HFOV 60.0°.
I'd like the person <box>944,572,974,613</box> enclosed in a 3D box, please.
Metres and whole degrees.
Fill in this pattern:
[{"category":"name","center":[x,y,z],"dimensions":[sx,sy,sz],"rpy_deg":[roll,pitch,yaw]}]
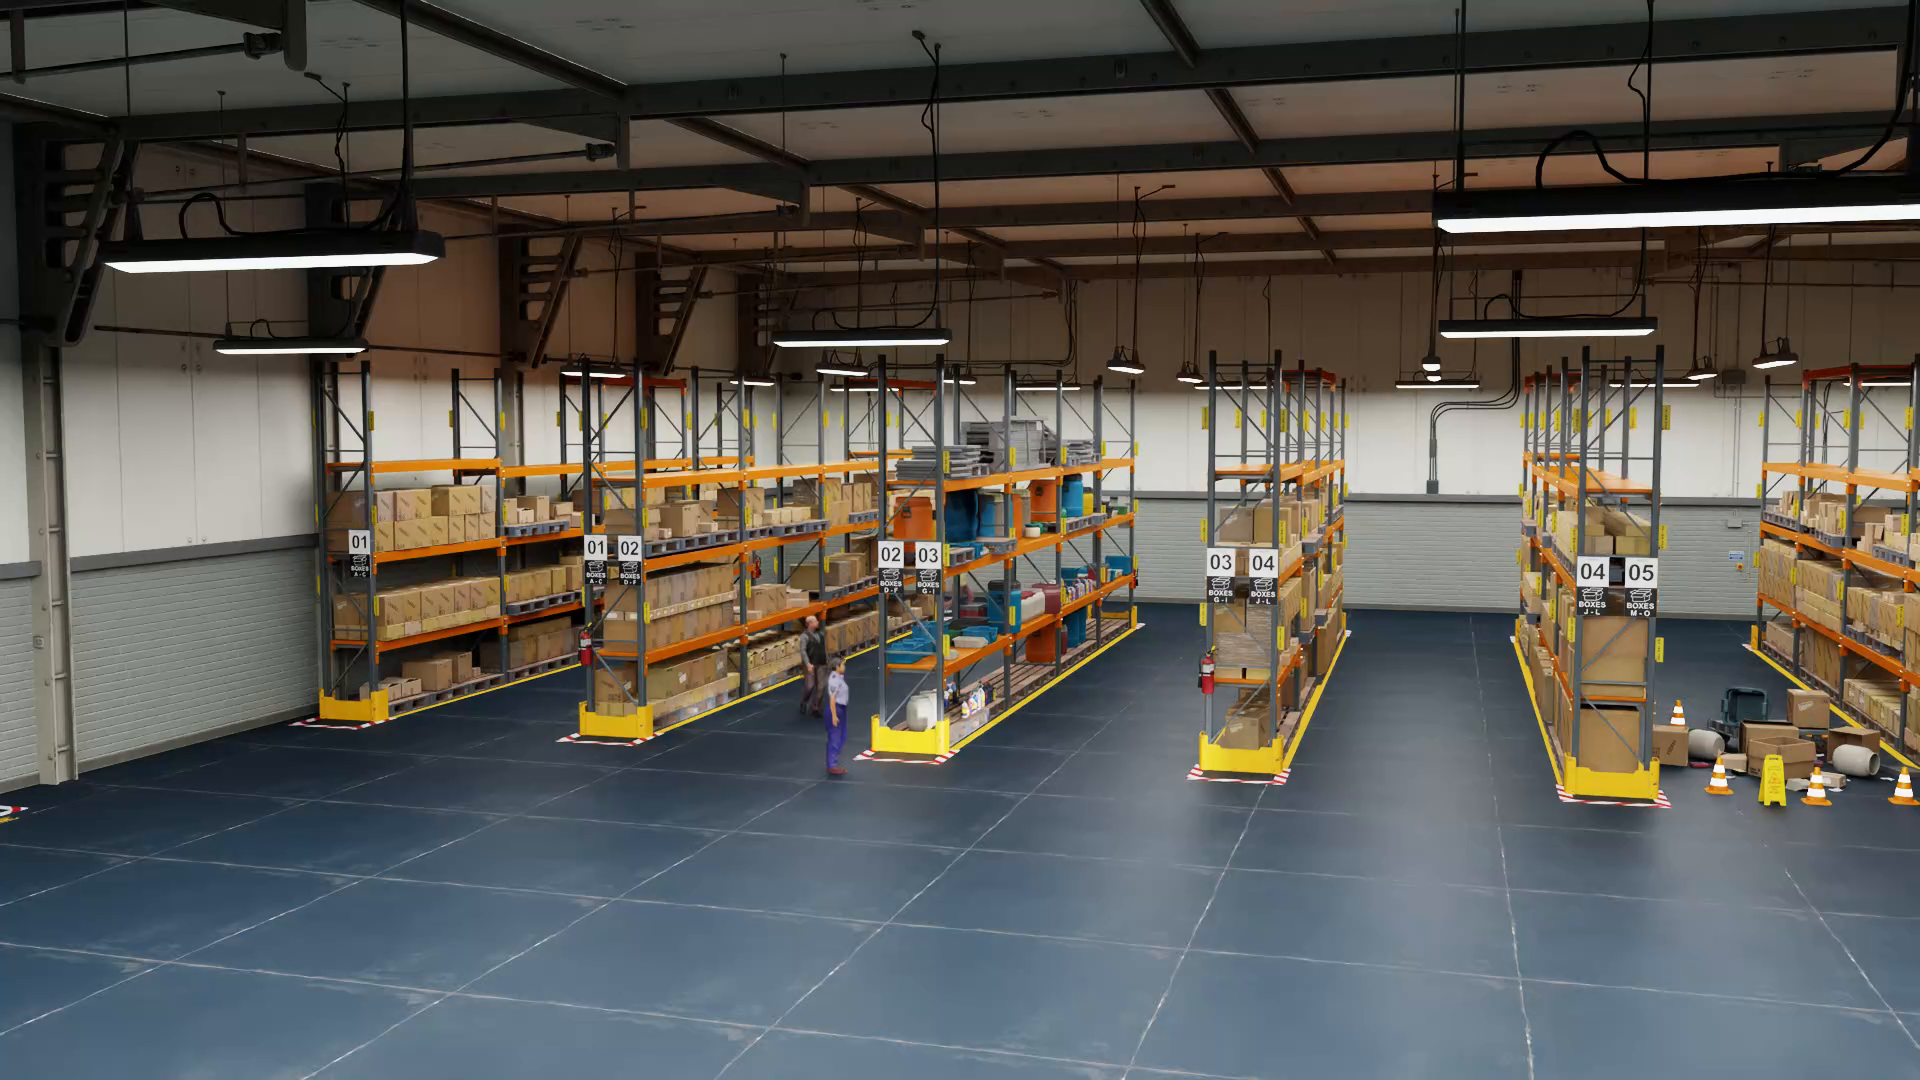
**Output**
[{"category":"person","center":[0.000,1.129,42.821],"dimensions":[0.951,1.610,0.557],"rpy_deg":[1,4,15]}]

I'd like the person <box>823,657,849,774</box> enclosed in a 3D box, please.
[{"category":"person","center":[-1.769,2.519,23.738],"dimensions":[0.360,1.703,0.573],"rpy_deg":[0,4,0]}]

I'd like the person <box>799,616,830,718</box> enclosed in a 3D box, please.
[{"category":"person","center":[-2.459,2.142,28.267],"dimensions":[0.633,1.722,0.509],"rpy_deg":[-3,5,-36]}]
